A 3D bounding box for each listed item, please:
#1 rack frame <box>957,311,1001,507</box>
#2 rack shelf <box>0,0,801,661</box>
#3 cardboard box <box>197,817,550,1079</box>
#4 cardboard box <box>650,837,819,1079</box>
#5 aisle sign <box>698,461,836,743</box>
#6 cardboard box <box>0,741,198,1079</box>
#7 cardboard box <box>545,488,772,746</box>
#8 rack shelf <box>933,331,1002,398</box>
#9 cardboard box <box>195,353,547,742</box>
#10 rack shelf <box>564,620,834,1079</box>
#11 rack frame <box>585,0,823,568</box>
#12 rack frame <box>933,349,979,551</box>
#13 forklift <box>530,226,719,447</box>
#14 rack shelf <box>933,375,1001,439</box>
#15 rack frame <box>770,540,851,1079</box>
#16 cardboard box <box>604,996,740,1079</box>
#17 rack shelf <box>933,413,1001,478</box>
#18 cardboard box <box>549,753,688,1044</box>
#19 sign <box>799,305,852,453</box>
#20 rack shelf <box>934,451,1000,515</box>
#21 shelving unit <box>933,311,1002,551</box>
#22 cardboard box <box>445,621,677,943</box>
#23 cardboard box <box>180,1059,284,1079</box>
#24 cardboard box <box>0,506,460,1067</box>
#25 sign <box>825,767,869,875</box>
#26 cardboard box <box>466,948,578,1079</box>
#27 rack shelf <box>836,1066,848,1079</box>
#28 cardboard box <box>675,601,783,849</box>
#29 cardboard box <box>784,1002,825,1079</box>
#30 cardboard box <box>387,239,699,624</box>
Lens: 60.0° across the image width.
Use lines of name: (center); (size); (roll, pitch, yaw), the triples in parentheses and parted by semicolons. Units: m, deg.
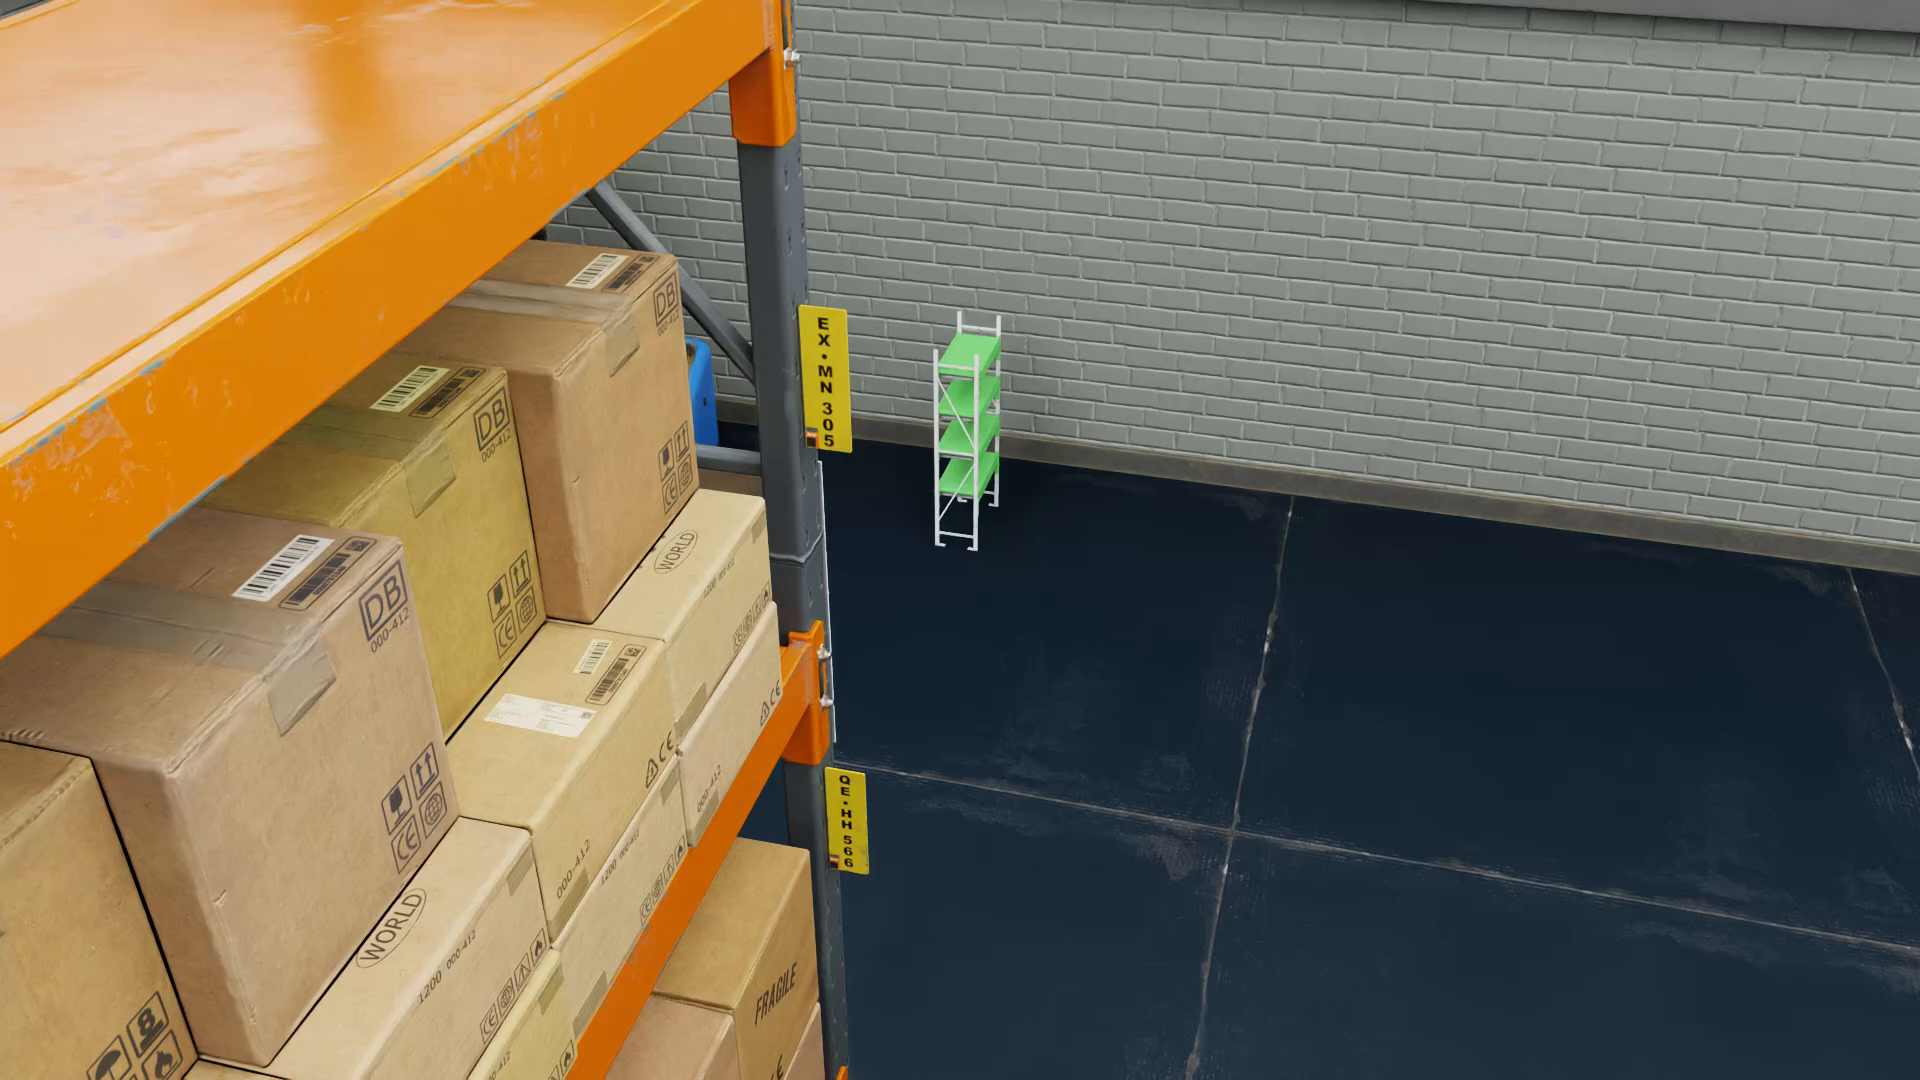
rack frame: (0.104, -0.719, 9.332); (0.240, 1.200, 0.015); (8, 33, 12)
rack shelf: (-1.315, 0.036, 1.548); (1.077, 0.370, 4.000); (8, 33, 12)
cardboard box: (-0.948, 0.631, 2.408); (0.500, 0.250, 0.500); (8, 33, 12)
cardboard box: (-0.654, 1.030, 3.879); (0.500, 0.500, 0.500); (8, 33, 12)
aisle sign: (-0.494, 0.134, 3.889); (0.394, 0.787, 0.004); (8, 33, 12)
cardboard box: (-1.371, 0.533, 1.865); (0.700, 0.500, 0.500); (8, 33, 12)
cardboard box: (-0.691, 0.113, 3.224); (0.500, 0.250, 0.500); (8, 33, 12)
rack shelf: (0.042, -0.943, 8.910); (0.258, 0.148, 0.480); (8, 33, 12)
cardboard box: (-1.131, 0.012, 2.684); (0.700, 0.500, 0.500); (8, 33, 12)
rack shelf: (-1.315, 1.301, 2.352); (1.077, 0.370, 4.000); (8, 33, 12)
rack frame: (-0.807, -1.306, 2.987); (1.000, 3.000, 0.127); (8, 33, 12)
rack frame: (-0.020, -0.466, 8.934); (0.240, 1.200, 0.015); (8, 33, 12)
forklift: (-2.857, -1.176, 8.438); (3.031, 2.935, 1.130); (0, 32, 0)
rack shelf: (0.042, -0.741, 9.039); (0.258, 0.148, 0.480); (8, 33, 12)
rack frame: (-0.807, 1.225, 4.597); (1.000, 3.000, 0.127); (8, 33, 12)
cardboard box: (-0.782, 1.292, 3.467); (0.500, 0.500, 0.500); (9, 34, 14)
rack shelf: (0.042, -0.538, 9.167); (0.258, 0.148, 0.480); (8, 33, 12)
cardboard box: (-0.820, 0.583, 2.950); (0.500, 0.250, 0.500); (8, 33, 12)
sign: (-0.276, -0.328, 3.419); (0.100, 0.325, 0.005); (8, 33, 12)
rack shelf: (0.042, -0.336, 9.296); (0.258, 0.148, 0.480); (8, 33, 12)
shelving unit: (0.042, -0.592, 9.133); (0.258, 1.200, 0.503); (8, 33, 12)
cardboard box: (-0.818, 0.373, 2.816); (0.500, 0.250, 0.500); (8, 33, 12)
cardboard box: (-1.069, 0.892, 1.999); (0.500, 0.250, 0.500); (8, 33, 12)
cardboard box: (-1.154, 0.286, 2.253); (0.700, 0.500, 0.500); (8, 33, 12)
sign: (-0.276, 0.689, 4.066); (0.100, 0.325, 0.005); (8, 33, 12)
cardboard box: (-0.934, 0.844, 2.539); (0.500, 0.250, 0.500); (8, 33, 12)
rack shelf: (-1.315, 2.567, 3.157); (1.077, 0.370, 4.000); (8, 33, 12)
cardboard box: (-0.683, 0.325, 3.356); (0.500, 0.250, 0.500); (8, 33, 12)
cardboard box: (-0.658, 1.453, 4.146); (0.500, 0.500, 0.500); (9, 34, 14)
cardboard box: (-0.922, -0.236, 3.074); (0.700, 0.500, 0.500); (8, 33, 12)
